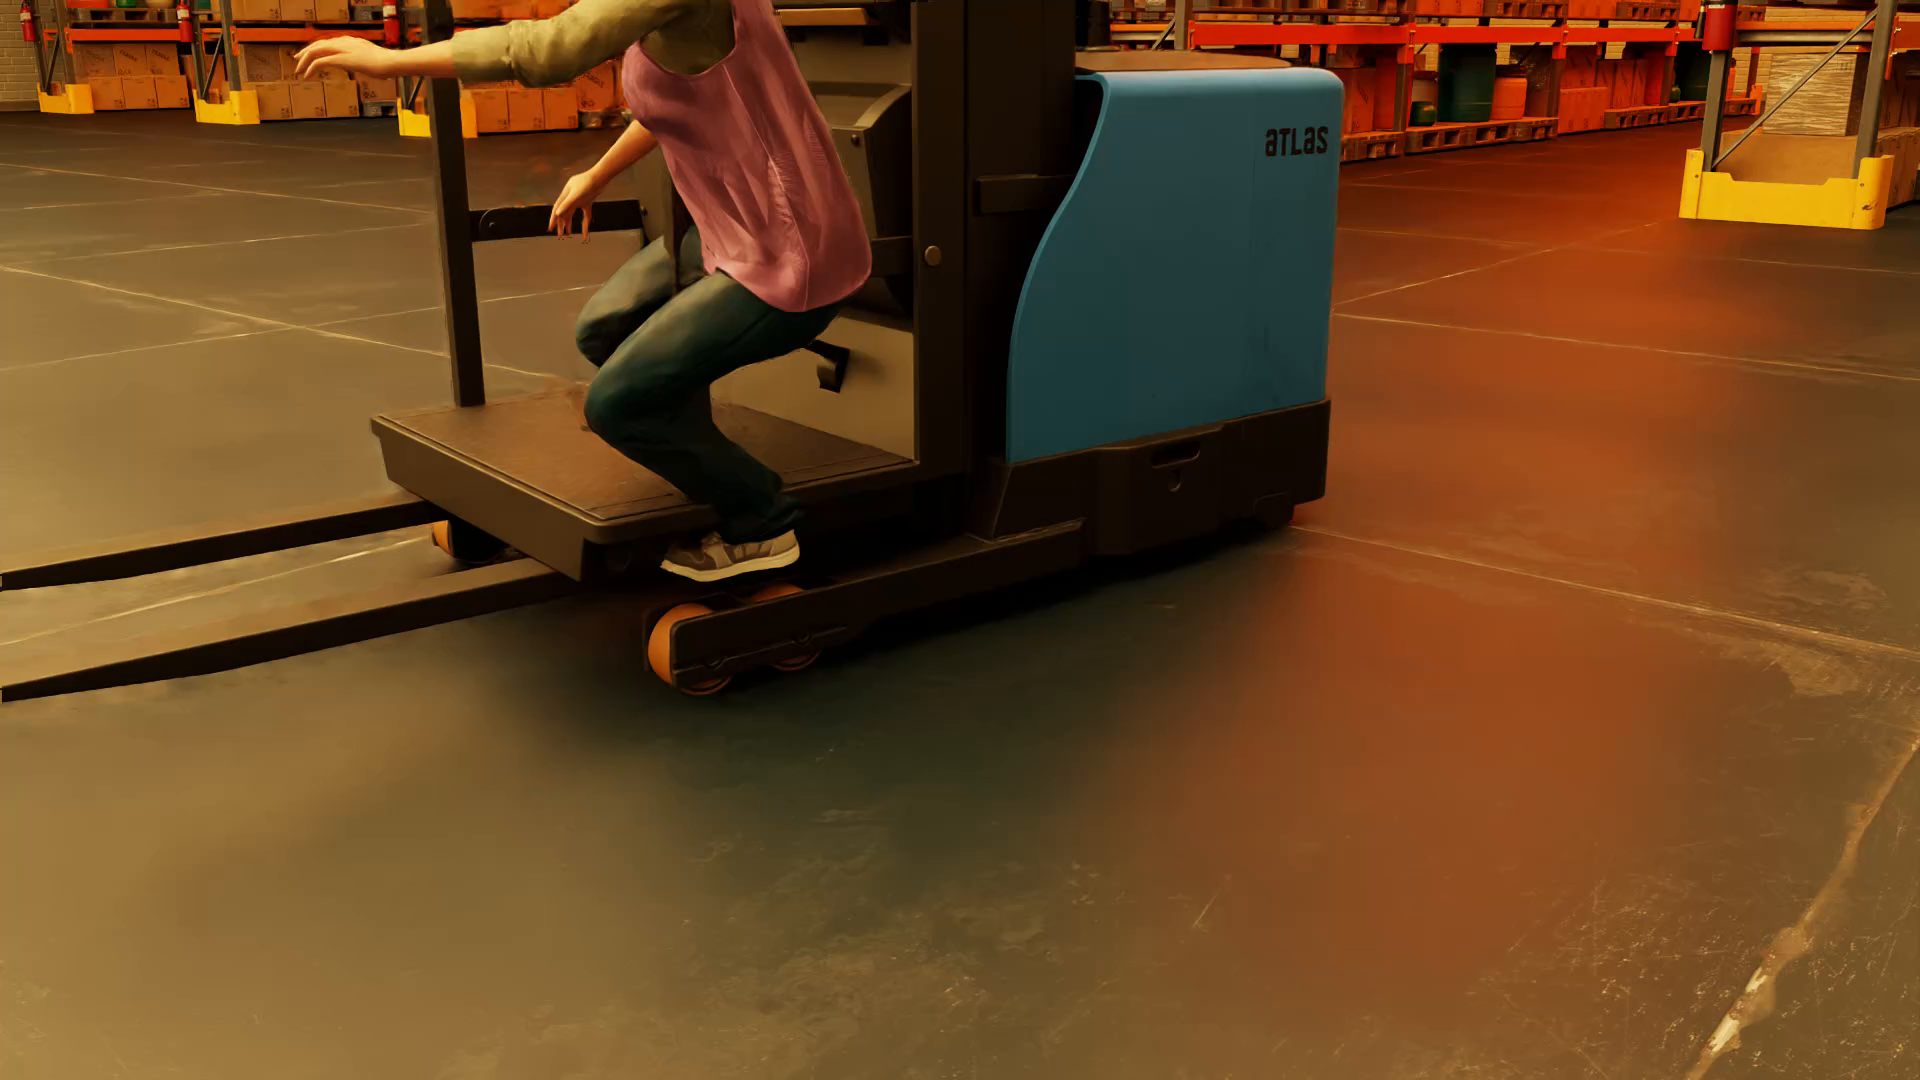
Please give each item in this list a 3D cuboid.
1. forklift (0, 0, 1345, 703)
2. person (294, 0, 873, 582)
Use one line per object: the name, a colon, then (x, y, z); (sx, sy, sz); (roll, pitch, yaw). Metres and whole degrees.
forklift: (-0.571, -1.293, 3.154); (3.031, 2.935, 1.130); (-13, 21, -37)
person: (-0.582, -0.528, 2.751); (0.838, 1.304, 0.976); (-4, 17, -13)
